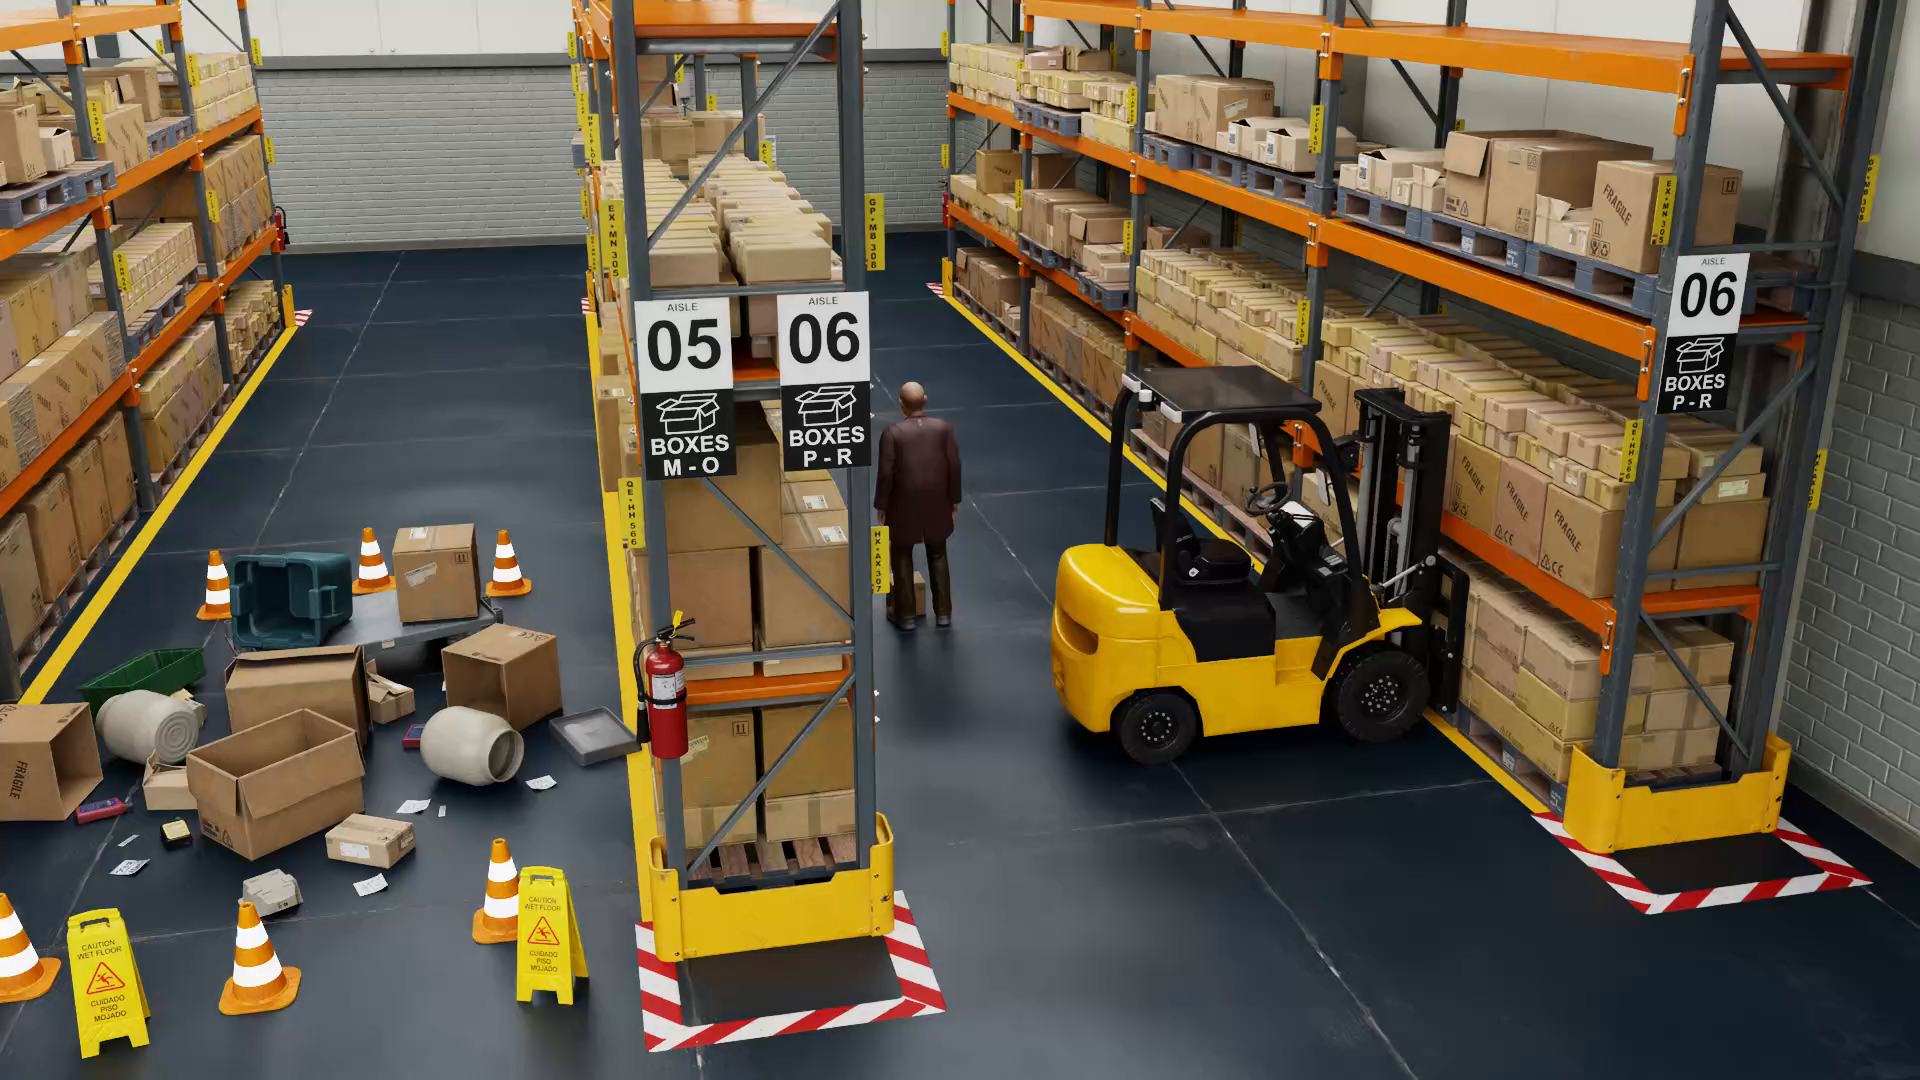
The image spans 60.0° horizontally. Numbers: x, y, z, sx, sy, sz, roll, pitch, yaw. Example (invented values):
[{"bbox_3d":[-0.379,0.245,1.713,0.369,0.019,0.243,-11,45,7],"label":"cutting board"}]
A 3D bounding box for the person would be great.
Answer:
[{"bbox_3d":[-0.299,-0.245,11.792,0.641,1.773,0.431,-6,20,-16],"label":"person"}]
